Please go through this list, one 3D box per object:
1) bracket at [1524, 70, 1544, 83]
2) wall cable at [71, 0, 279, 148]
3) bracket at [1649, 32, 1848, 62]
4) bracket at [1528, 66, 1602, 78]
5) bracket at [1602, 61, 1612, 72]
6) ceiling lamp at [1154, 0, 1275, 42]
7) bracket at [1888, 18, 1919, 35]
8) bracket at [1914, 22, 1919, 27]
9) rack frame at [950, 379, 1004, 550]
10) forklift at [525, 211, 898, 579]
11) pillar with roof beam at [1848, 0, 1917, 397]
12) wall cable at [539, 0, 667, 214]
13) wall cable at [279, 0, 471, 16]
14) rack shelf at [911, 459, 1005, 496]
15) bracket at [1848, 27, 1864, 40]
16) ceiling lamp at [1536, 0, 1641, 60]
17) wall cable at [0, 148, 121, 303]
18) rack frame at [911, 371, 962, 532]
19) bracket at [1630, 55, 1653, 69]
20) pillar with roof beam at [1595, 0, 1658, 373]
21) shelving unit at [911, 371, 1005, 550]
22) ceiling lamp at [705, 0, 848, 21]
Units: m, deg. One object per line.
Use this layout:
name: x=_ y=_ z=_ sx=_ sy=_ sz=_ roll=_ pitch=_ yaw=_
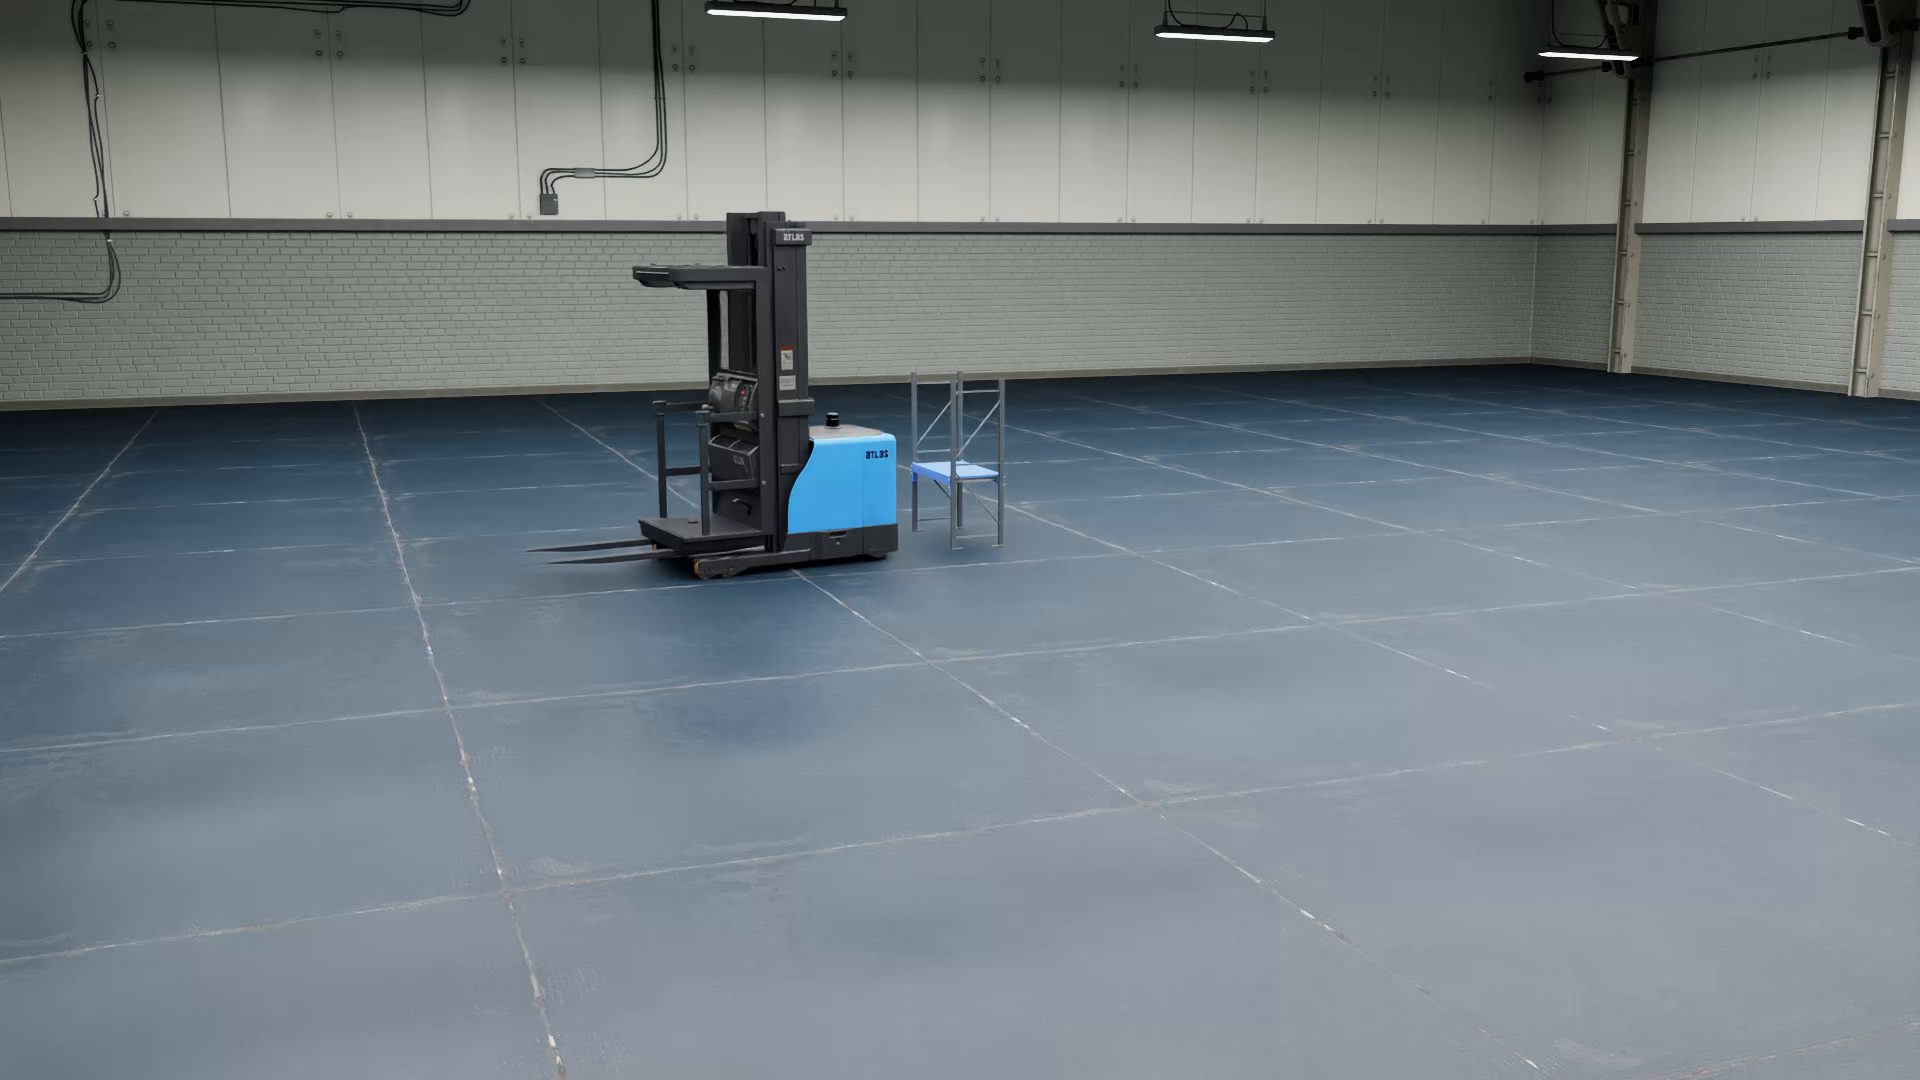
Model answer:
bracket: x=12.624 y=-10.186 z=36.538 sx=0.235 sy=0.232 sz=0.430 roll=-4 pitch=11 yaw=-21
wall cable: x=-12.708 y=-7.677 z=27.156 sx=3.097 sy=2.526 sz=0.112 roll=-4 pitch=11 yaw=-21
bracket: x=14.718 y=-9.243 z=31.238 sx=0.076 sy=0.066 sz=4.783 roll=-4 pitch=11 yaw=-21
bracket: x=12.839 y=-10.089 z=35.996 sx=0.076 sy=0.066 sz=3.189 roll=-4 pitch=11 yaw=-21
bracket: x=13.483 y=-9.799 z=34.363 sx=0.235 sy=0.232 sz=0.430 roll=-4 pitch=11 yaw=-21
ceiling lamp: x=3.900 y=-9.444 z=25.979 sx=2.000 sy=3.185 sz=0.800 roll=-4 pitch=11 yaw=-21
bracket: x=15.958 y=-8.684 z=28.096 sx=0.235 sy=0.232 sz=0.430 roll=-4 pitch=11 yaw=-21
bracket: x=16.892 y=-8.263 z=25.732 sx=0.076 sy=0.066 sz=4.783 roll=-4 pitch=11 yaw=-21
rack frame: x=0.153 y=-0.669 z=14.730 sx=0.500 sy=1.500 sz=0.032 roll=-4 pitch=11 yaw=-21
forklift: x=-2.070 y=-1.228 z=13.787 sx=3.031 sy=2.935 sz=1.130 roll=-6 pitch=12 yaw=-29
pillar with roof beam: x=12.126 y=-6.729 z=27.383 sx=9.100 sy=9.000 sz=0.548 roll=-4 pitch=11 yaw=-21
wall cable: x=-6.376 y=-8.821 z=29.436 sx=2.305 sy=6.003 sz=0.169 roll=-4 pitch=11 yaw=-21
wall cable: x=-9.824 y=-10.112 z=27.862 sx=3.097 sy=2.526 sz=0.112 roll=-4 pitch=11 yaw=-21
rack shelf: x=-0.031 y=-0.575 z=15.228 sx=0.538 sy=0.185 sz=1.000 roll=-4 pitch=11 yaw=-21
bracket: x=15.658 y=-8.819 z=28.858 sx=0.235 sy=0.232 sz=0.430 roll=-4 pitch=11 yaw=-21
ceiling lamp: x=10.741 y=-9.910 z=28.598 sx=2.000 sy=3.185 sz=0.800 roll=-4 pitch=11 yaw=-21
wall cable: x=-15.230 y=-5.018 z=26.633 sx=3.097 sy=2.526 sz=0.112 roll=-4 pitch=11 yaw=-21
rack frame: x=-0.215 y=-0.835 z=15.663 sx=0.500 sy=1.500 sz=0.032 roll=-4 pitch=11 yaw=-21
bracket: x=13.784 y=-9.663 z=33.602 sx=0.235 sy=0.232 sz=0.430 roll=-4 pitch=11 yaw=-21
pillar with roof beam: x=9.952 y=-7.708 z=32.889 sx=9.100 sy=9.000 sz=0.548 roll=-4 pitch=11 yaw=-21
shelving unit: x=-0.031 y=-0.752 z=15.197 sx=0.538 sy=1.500 sz=1.048 roll=-4 pitch=11 yaw=-21
ceiling lamp: x=-2.680 y=-8.996 z=23.460 sx=2.000 sy=3.185 sz=0.800 roll=-4 pitch=11 yaw=-21
